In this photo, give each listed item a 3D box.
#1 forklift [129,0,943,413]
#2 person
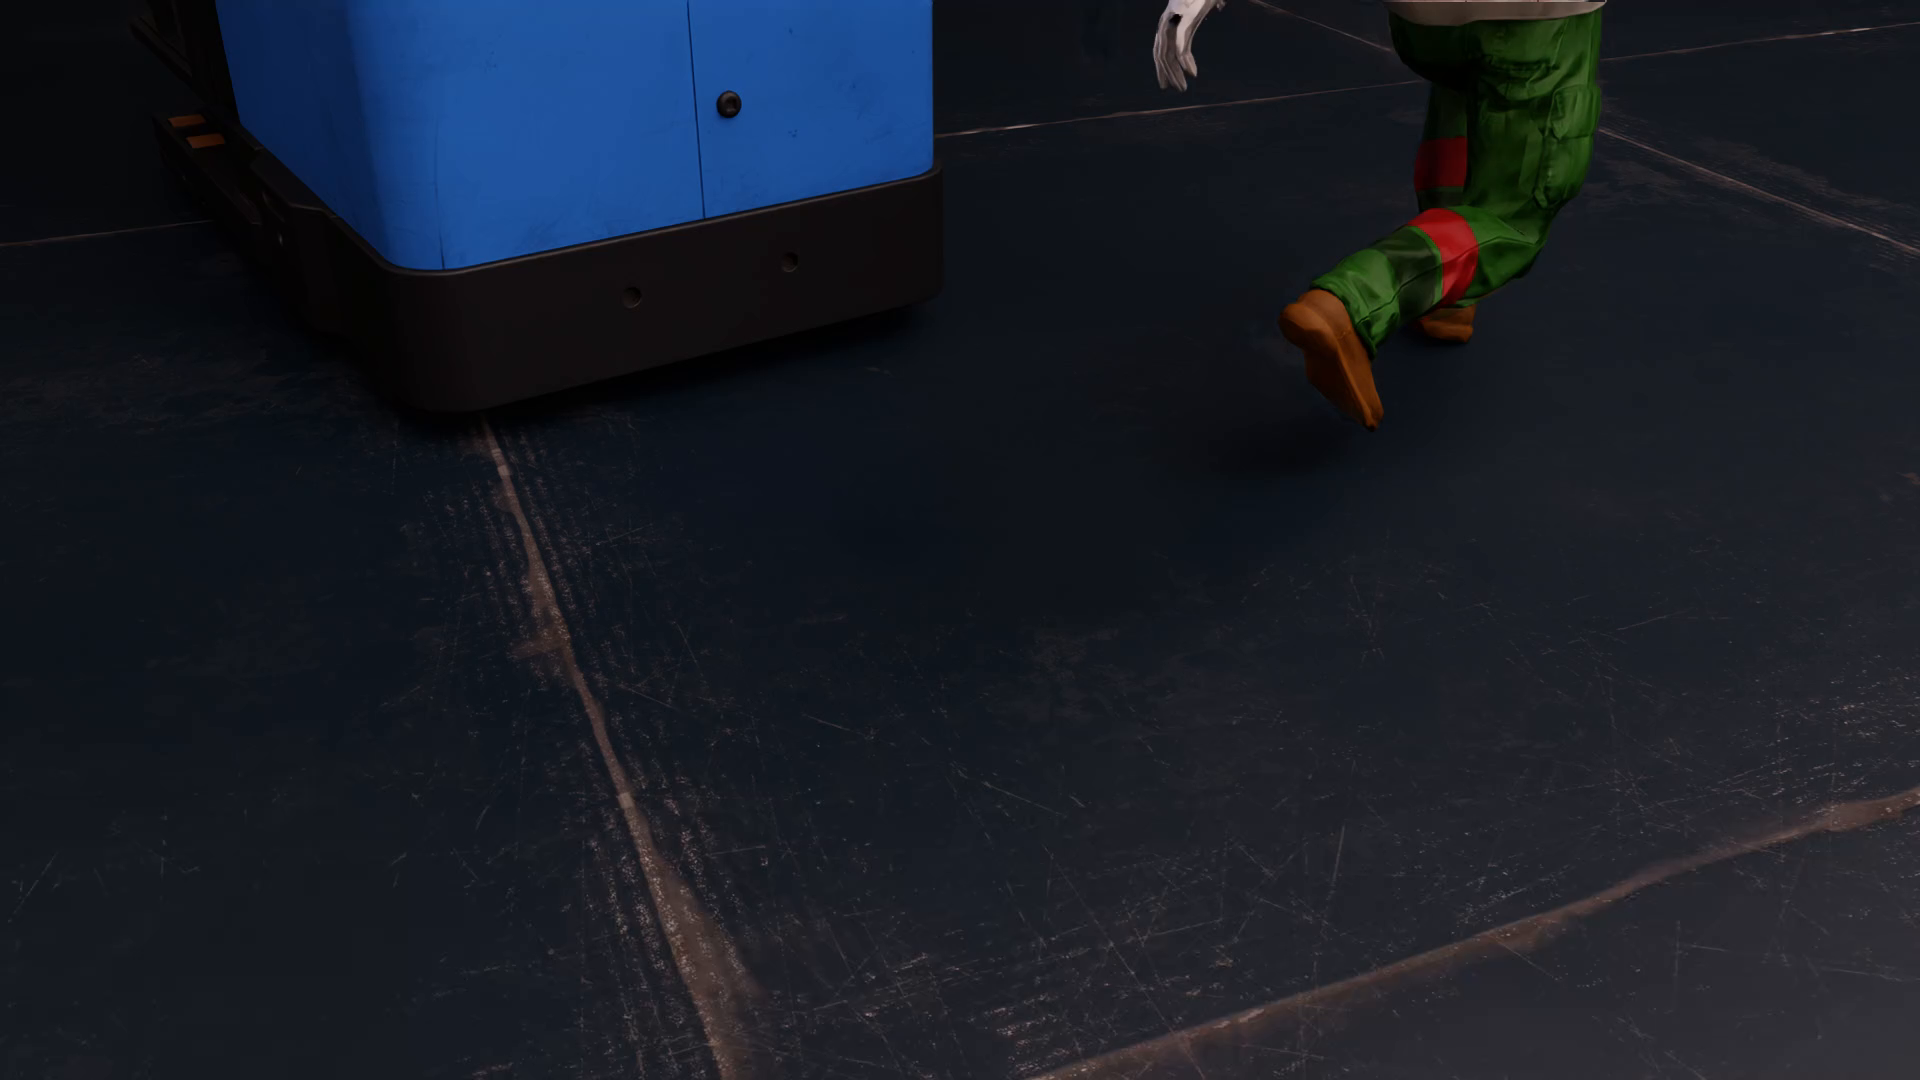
[{"bbox_3d":[-1.271,-2.164,3.338,1.130,2.935,3.031,-18,34,-29],"label":"forklift"},{"bbox_3d":[0.722,-0.959,2.692,0.686,1.547,0.949,10,31,16],"label":"person"}]
